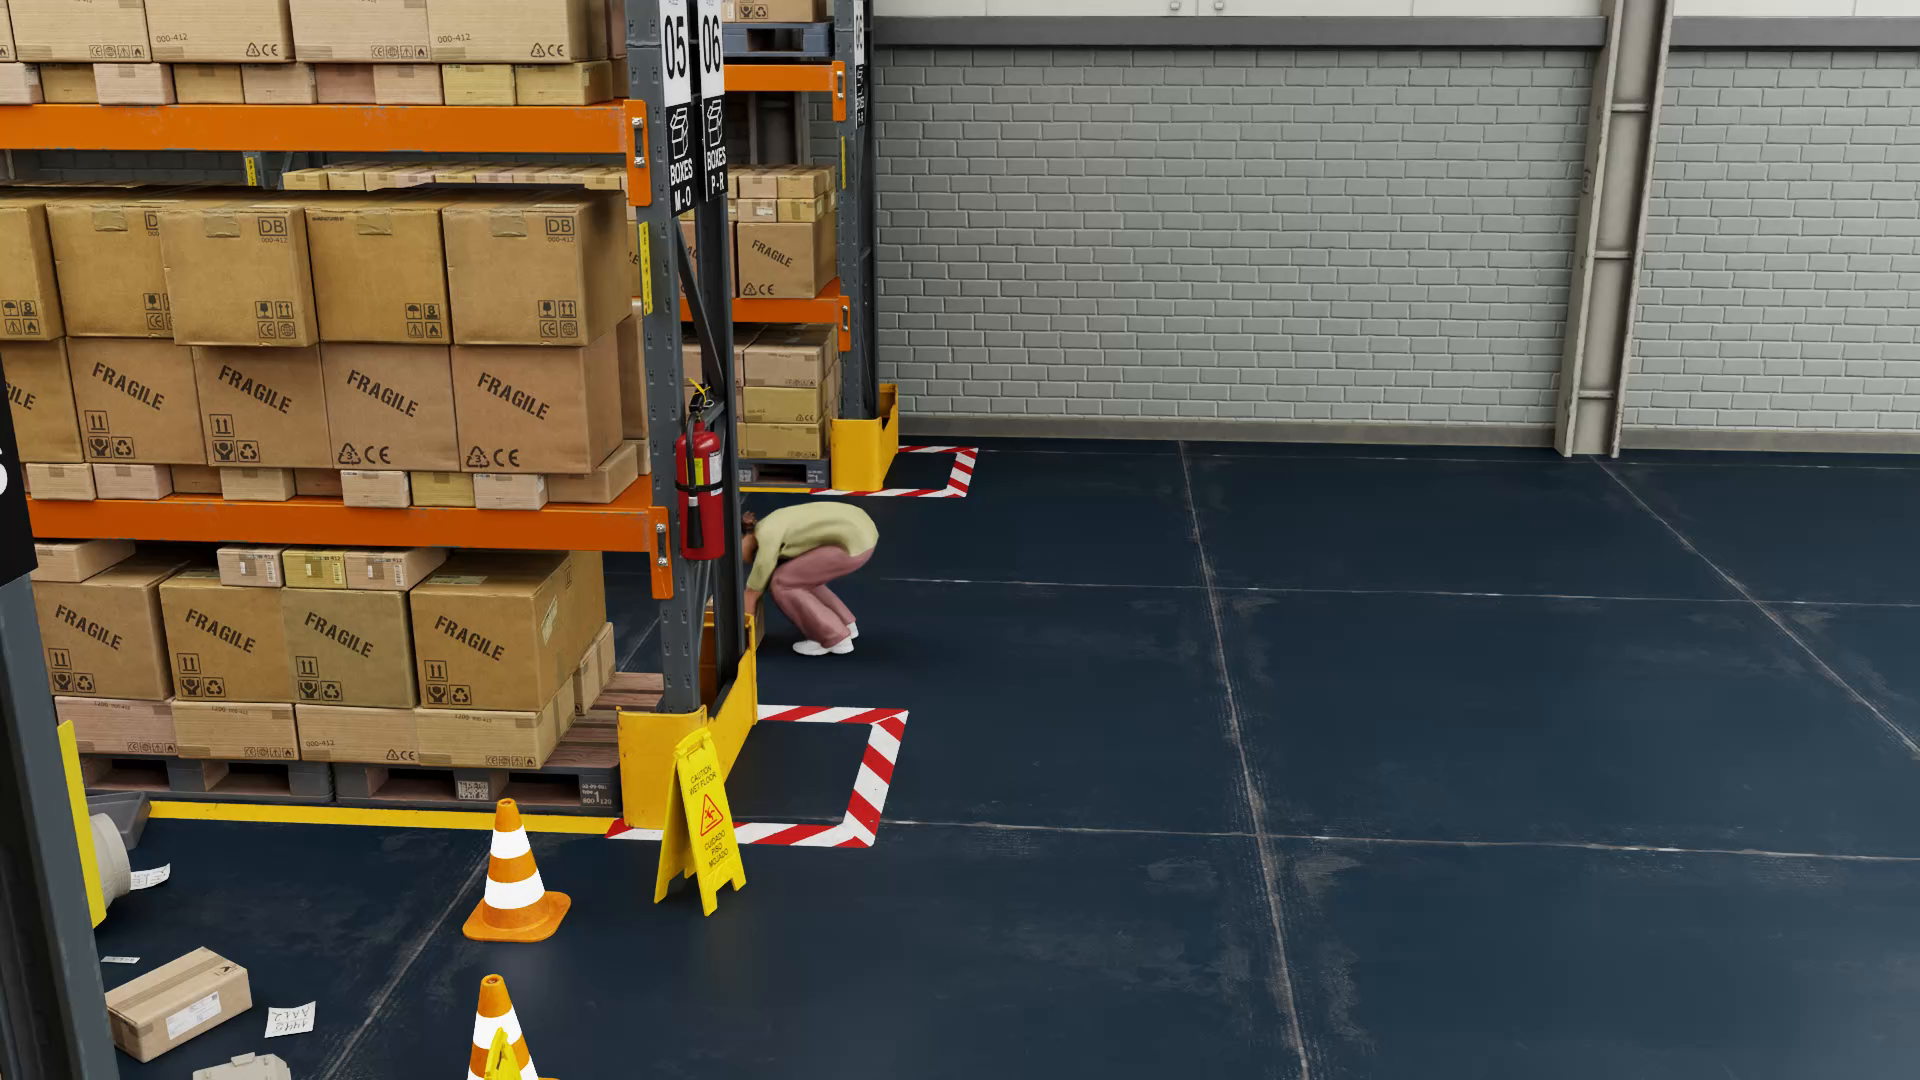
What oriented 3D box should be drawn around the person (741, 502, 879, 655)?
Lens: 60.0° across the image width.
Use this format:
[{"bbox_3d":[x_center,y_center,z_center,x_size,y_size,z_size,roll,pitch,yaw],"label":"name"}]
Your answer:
[{"bbox_3d":[-0.847,0.198,8.506,0.864,0.774,0.468,1,18,2],"label":"person"}]
